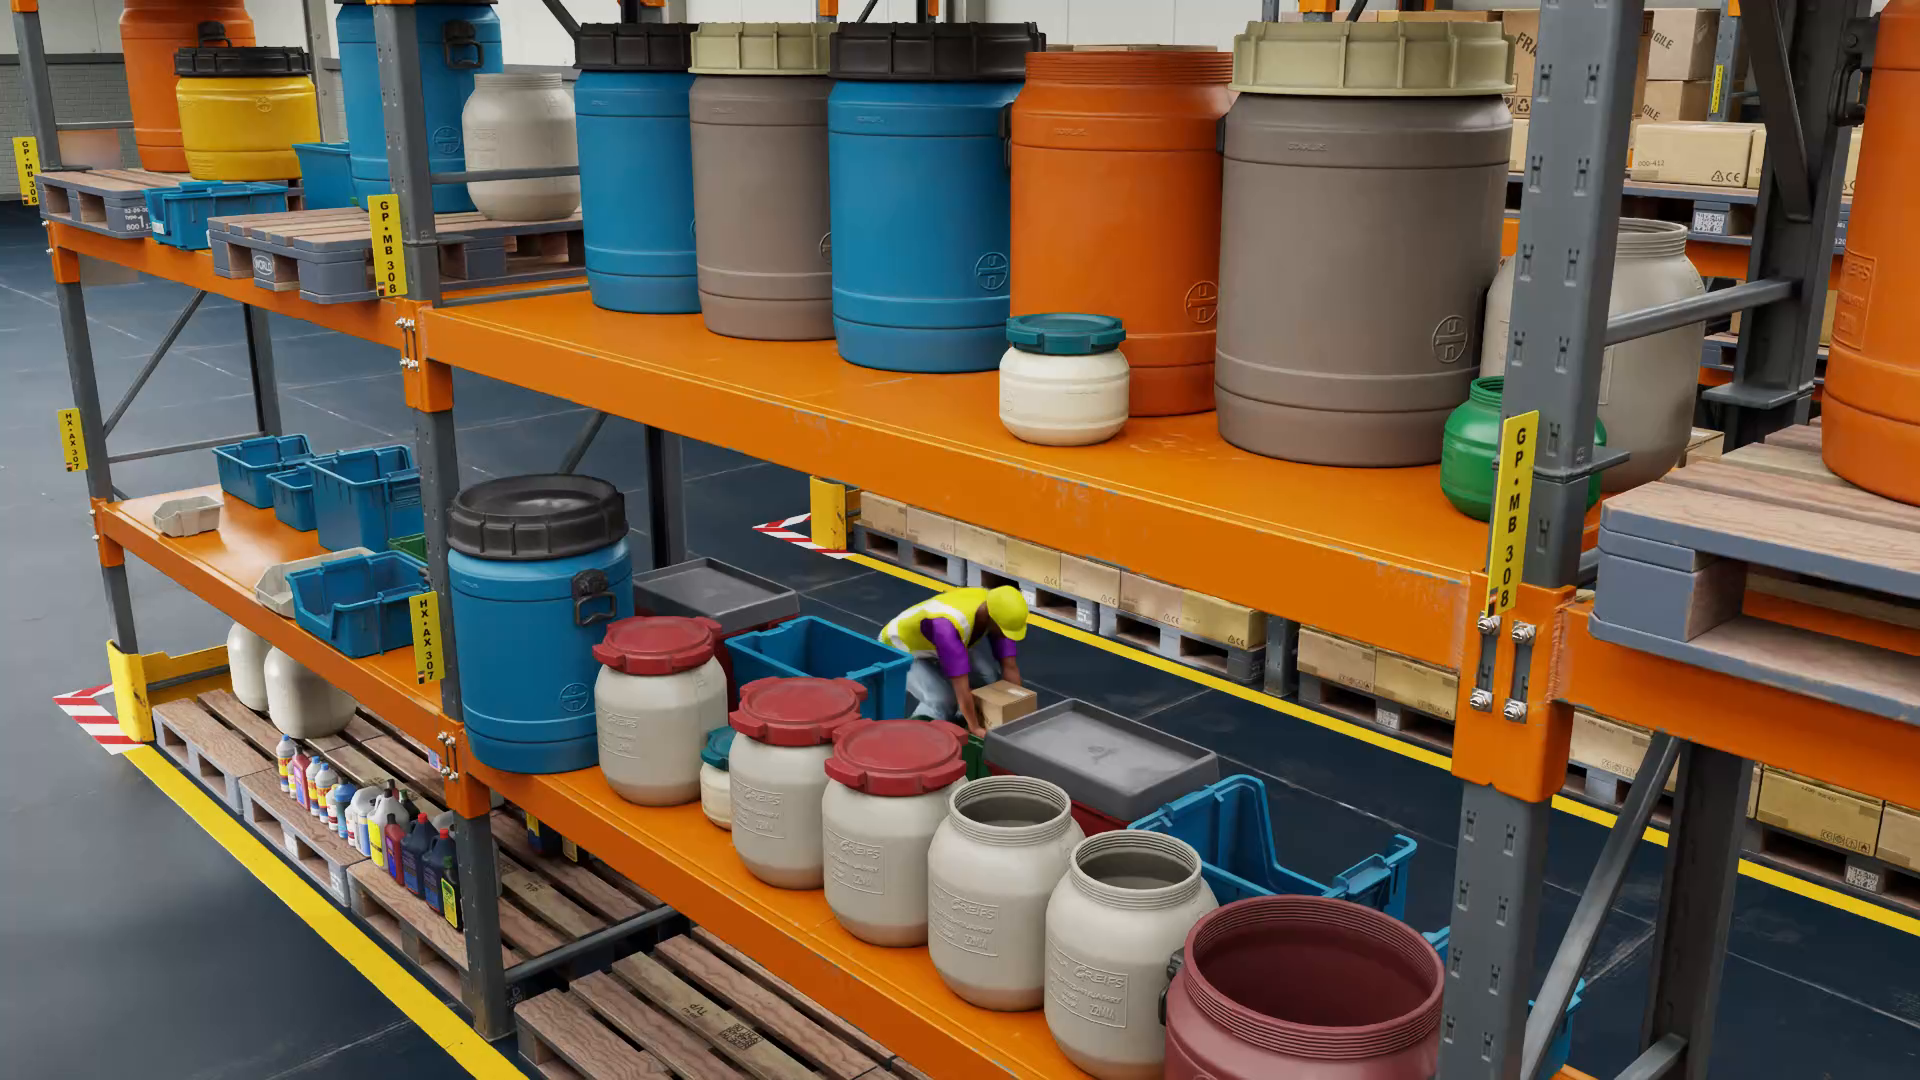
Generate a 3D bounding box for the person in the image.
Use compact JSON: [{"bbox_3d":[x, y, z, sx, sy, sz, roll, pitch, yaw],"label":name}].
[{"bbox_3d":[-0.002,0.651,8.698,0.537,1.009,0.914,-16,24,-42],"label":"person"}]
